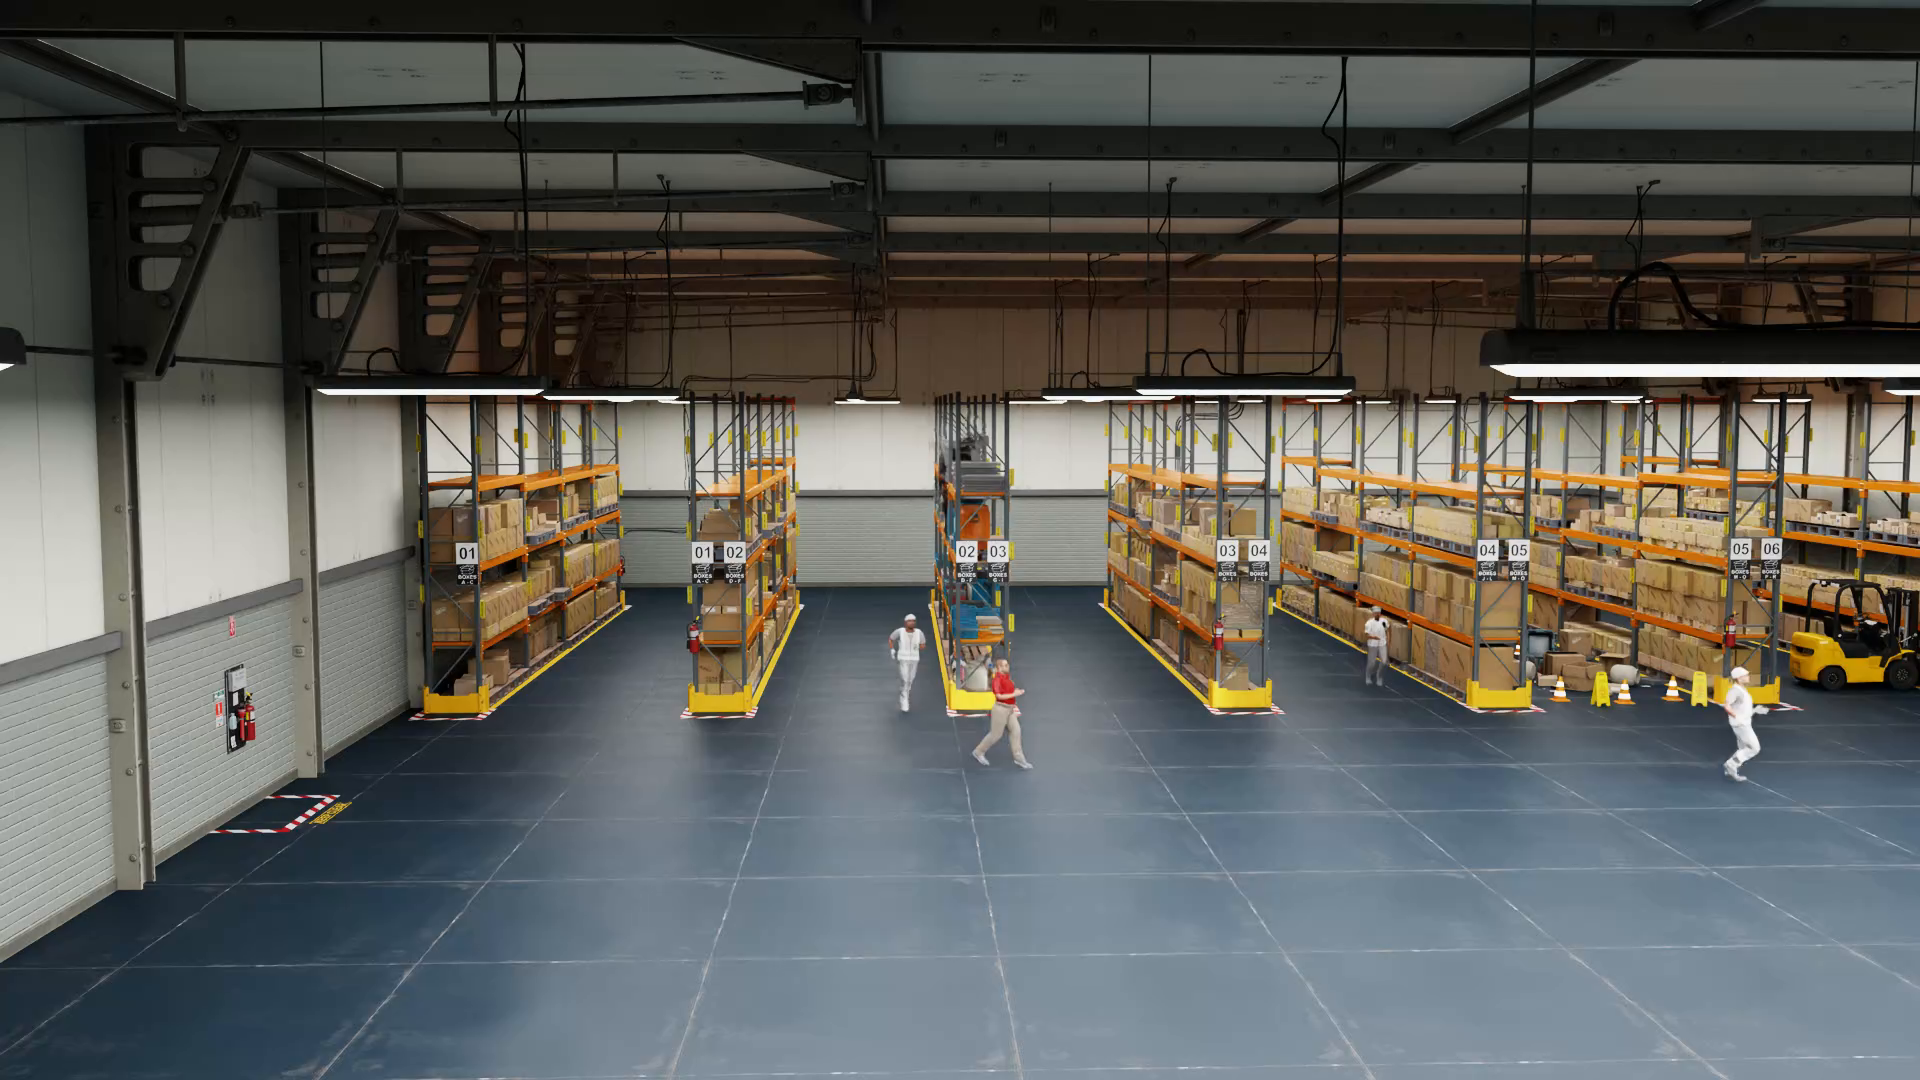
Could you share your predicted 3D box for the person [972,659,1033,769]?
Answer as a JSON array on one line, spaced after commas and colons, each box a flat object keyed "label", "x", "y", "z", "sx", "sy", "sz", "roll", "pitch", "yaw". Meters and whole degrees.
[{"label": "person", "x": 0.678, "y": 2.774, "z": 26.284, "sx": 0.964, "sy": 1.661, "sz": 0.656, "roll": 2, "pitch": 5, "yaw": 21}]

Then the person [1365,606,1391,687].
[{"label": "person", "x": 8.523, "y": 2.160, "z": 33.885, "sx": 0.590, "sy": 1.669, "sz": 0.834, "roll": 0, "pitch": 5, "yaw": 3}]

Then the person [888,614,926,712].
[{"label": "person", "x": -0.976, "y": 2.314, "z": 31.596, "sx": 0.661, "sy": 1.814, "sz": 0.712, "roll": -2, "pitch": 5, "yaw": -21}]

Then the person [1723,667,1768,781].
[{"label": "person", "x": 11.957, "y": 2.811, "z": 25.306, "sx": 0.581, "sy": 1.741, "sz": 0.644, "roll": 3, "pitch": 5, "yaw": 29}]
